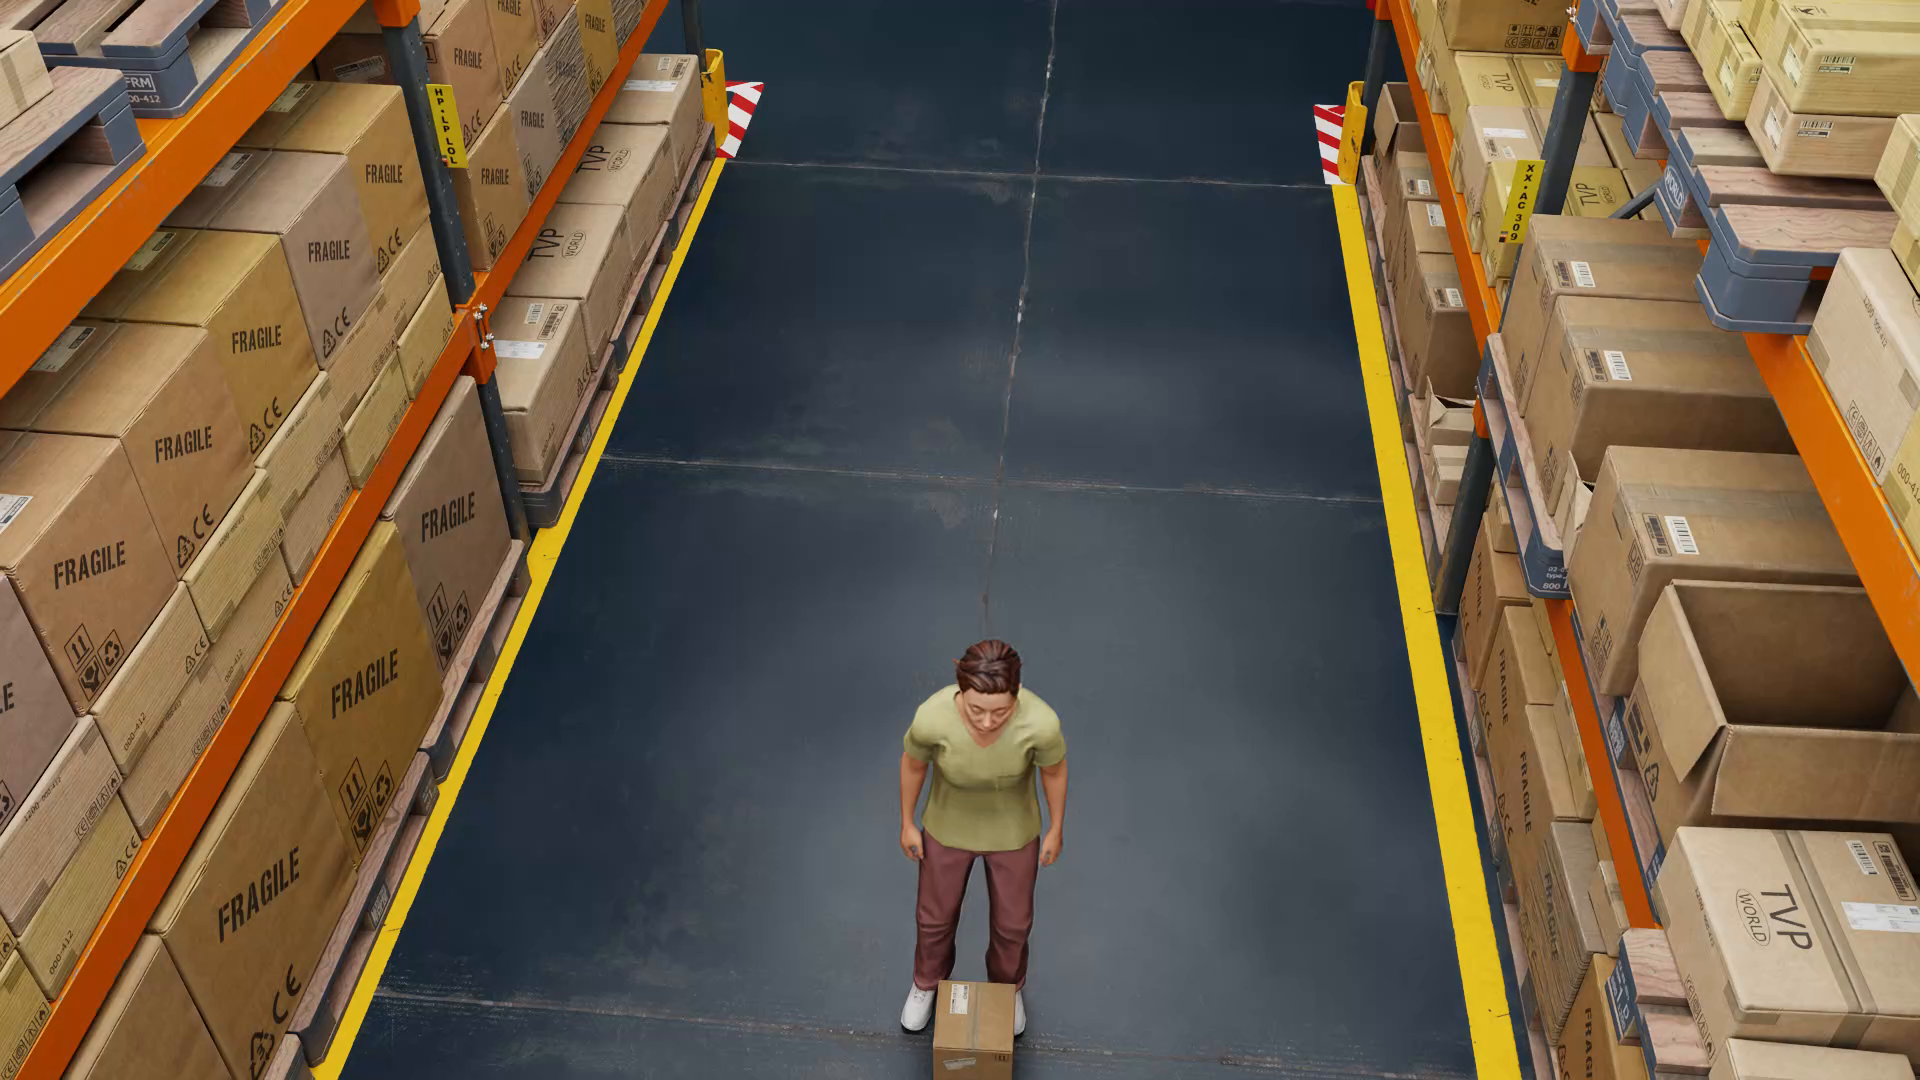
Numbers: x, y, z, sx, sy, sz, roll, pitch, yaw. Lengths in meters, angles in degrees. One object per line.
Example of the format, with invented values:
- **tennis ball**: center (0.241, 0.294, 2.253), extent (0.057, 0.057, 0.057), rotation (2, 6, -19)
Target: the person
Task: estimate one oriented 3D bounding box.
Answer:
- **person**: center (0.066, 0.901, 5.092), extent (0.510, 1.673, 0.351), rotation (2, 40, 3)
